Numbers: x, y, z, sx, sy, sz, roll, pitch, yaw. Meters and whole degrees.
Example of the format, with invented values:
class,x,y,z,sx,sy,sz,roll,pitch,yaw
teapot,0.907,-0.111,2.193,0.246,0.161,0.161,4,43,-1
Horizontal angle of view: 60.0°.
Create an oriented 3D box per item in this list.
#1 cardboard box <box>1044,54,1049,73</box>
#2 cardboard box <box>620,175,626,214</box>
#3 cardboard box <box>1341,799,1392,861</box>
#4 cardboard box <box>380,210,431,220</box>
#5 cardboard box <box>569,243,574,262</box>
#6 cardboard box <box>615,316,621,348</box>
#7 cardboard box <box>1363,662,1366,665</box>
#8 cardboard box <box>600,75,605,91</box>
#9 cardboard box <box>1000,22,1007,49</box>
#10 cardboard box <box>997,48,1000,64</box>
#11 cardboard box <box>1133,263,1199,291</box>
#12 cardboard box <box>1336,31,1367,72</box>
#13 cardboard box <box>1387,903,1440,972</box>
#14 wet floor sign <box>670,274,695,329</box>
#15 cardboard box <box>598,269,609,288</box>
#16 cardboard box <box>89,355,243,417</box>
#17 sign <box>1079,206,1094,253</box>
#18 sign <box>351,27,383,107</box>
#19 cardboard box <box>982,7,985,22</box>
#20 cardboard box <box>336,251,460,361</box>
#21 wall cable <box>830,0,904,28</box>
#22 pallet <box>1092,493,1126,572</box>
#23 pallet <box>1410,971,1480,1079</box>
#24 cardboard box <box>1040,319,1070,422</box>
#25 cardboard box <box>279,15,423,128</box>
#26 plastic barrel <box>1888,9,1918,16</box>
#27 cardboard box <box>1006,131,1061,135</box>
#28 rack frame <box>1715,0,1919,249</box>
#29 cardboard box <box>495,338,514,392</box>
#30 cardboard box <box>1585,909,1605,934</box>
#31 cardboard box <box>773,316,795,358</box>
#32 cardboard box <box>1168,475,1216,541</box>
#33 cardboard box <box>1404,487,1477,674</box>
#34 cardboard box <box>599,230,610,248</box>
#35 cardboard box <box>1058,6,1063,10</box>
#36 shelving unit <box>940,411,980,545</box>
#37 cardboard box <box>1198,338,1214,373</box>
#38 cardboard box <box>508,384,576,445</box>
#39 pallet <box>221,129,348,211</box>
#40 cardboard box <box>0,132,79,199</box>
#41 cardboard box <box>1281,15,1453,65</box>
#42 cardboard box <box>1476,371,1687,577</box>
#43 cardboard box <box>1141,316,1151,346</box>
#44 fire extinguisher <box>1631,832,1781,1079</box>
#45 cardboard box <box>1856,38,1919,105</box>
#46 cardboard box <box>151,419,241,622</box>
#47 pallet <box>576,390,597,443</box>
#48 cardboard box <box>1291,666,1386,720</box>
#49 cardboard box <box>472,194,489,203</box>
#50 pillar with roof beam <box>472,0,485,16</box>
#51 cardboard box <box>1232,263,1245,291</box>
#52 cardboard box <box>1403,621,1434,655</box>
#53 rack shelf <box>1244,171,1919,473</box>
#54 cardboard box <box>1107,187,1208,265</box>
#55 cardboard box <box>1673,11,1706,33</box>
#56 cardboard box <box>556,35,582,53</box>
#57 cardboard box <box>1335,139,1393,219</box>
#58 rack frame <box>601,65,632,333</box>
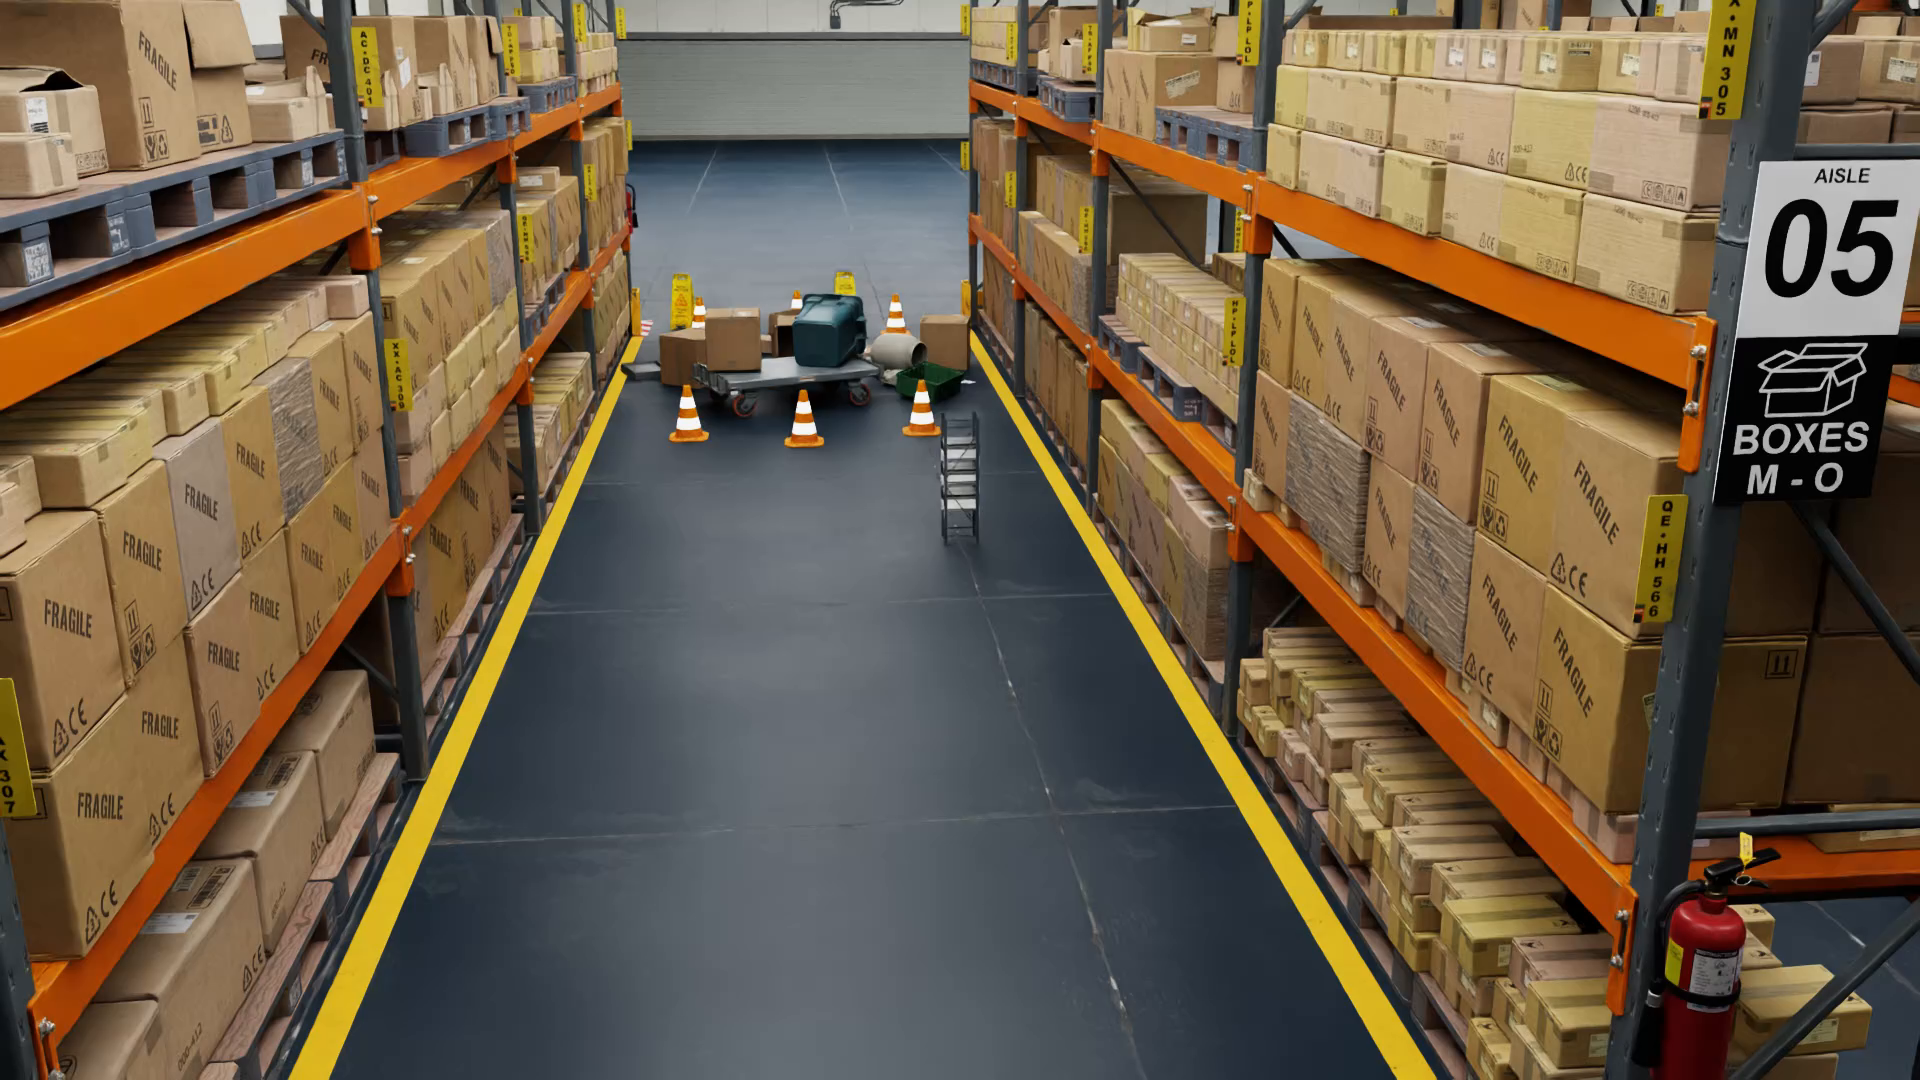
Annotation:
class,x,y,z,sx,sy,sz,roll,pitch,yaw
cardboard box,0.911,-3.969,13.856,0.380,0.149,0.250,-2,18,-6
cardboard box,-3.971,-3.881,18.367,0.500,0.500,0.500,-2,18,-7
cardboard box,1.739,1.142,6.592,0.380,0.149,0.250,-2,18,-5
cardboard box,-3.668,-1.831,10.665,0.500,0.500,0.500,-2,18,-7
cardboard box,-3.489,-2.433,14.139,0.380,0.149,0.250,-2,18,-7
cardboard box,-3.845,-2.190,17.534,0.500,0.250,0.500,-2,18,-8
cardboard box,2.146,0.522,8.072,0.380,0.149,0.250,-1,17,-4
cardboard box,-3.783,-4.602,16.738,0.380,0.149,0.250,-2,18,-6
cardboard box,0.667,-4.875,16.074,0.500,0.250,0.500,-2,18,-6
cardboard box,0.564,-4.796,16.490,0.380,0.149,0.250,-2,17,-5
cardboard box,1.344,-1.711,10.845,0.380,0.149,0.250,-2,18,-6
cardboard box,1.698,-1.912,6.503,0.380,0.149,0.250,-2,18,-7
cardboard box,1.805,1.447,6.119,0.380,0.149,0.250,-3,18,-8
wet floor sign,-3.256,-2.811,19.552,0.267,0.644,0.232,4,18,13
cardboard box,-3.689,-2.585,16.456,0.380,0.149,0.250,-1,17,-4
cardboard box,-2.530,-0.489,5.308,0.380,0.149,0.250,-2,18,-7
sign,0.886,-2.178,11.674,0.100,0.325,0.005,-2,18,-6
sign,-2.511,-2.002,7.044,0.100,0.325,0.005,-2,18,-6
cardboard box,0.434,-5.555,17.575,0.380,0.149,0.250,-2,18,-7
cardboard box,-2.952,-1.234,8.764,0.500,0.500,0.500,-2,18,-7
wall cable,-2.701,-18.085,48.580,2.305,6.003,0.169,-2,18,-6
pallet,1.516,-0.081,11.581,1.003,0.211,1.213,-2,18,-6
pallet,2.206,1.804,5.578,1.003,0.211,1.213,-2,18,-6
cardboard box,1.274,-1.493,14.479,1.050,0.750,0.750,-2,18,-6
cardboard box,-2.866,-2.220,7.864,0.500,0.500,0.500,-2,18,-7
plastic barrel,10.727,-5.689,18.767,0.600,0.588,0.600,0,17,0
cardboard box,0.930,-3.859,16.907,0.875,0.550,0.550,-2,18,-6
rack frame,2.262,-2.123,3.415,1.000,3.000,0.127,-2,18,-6
cardboard box,-3.097,-1.095,10.407,0.500,0.250,0.500,-1,17,-5
cardboard box,2.460,1.360,5.898,0.380,0.149,0.250,-1,17,-4
cardboard box,-1.497,-1.995,16.963,0.797,0.637,0.503,-2,18,-6
cardboard box,1.482,-0.185,9.480,0.500,0.250,0.500,-1,17,-3
cardboard box,1.850,0.120,5.624,0.500,0.500,0.500,-2,18,-5
cardboard box,-3.724,-3.018,16.701,0.380,0.149,0.250,-2,18,-5
cardboard box,1.193,-5.273,16.679,0.380,0.149,0.250,-2,18,-6
shelving unit,0.001,-0.427,11.535,0.258,0.900,0.210,-2,18,-6
cardboard box,1.529,-1.021,9.142,0.380,0.149,0.250,-2,18,-7
cardboard box,-3.681,-1.022,13.610,0.950,0.372,0.625,-1,17,-4
pallet,-2.989,-1.414,6.313,1.003,0.211,1.213,-2,18,-6
cardboard box,-2.534,-0.968,4.296,0.380,0.149,0.250,-1,17,-4
cardboard box,1.920,-2.248,7.953,0.700,0.500,0.500,-2,18,-6
cardboard box,1.916,-0.207,4.995,0.500,0.500,0.500,-2,18,-8
cardboard box,1.368,-1.344,10.669,0.380,0.149,0.250,-1,17,-3
fire extinguisher,1.829,1.044,4.096,0.296,0.674,0.183,-2,18,-6
cardboard box,2.456,-1.152,4.082,0.380,0.149,0.250,-2,18,-6
cardboard box,-2.538,-0.061,5.026,0.500,0.500,0.500,-2,18,-6
pallet,-3.807,-1.090,14.797,1.003,0.211,1.213,-2,18,-6
cardboard box,1.724,0.691,7.535,0.380,0.149,0.250,-2,18,-6
cardboard box,-3.972,-2.444,13.090,0.500,0.500,0.500,-2,18,-8
pillar with roof beam,-8.875,-15.388,45.668,9.100,9.000,0.400,-2,18,-6
cardboard box,1.995,-1.723,10.884,0.380,0.149,0.250,-1,17,-4
cardboard box,1.859,0.306,6.114,0.380,0.149,0.250,-1,17,-5
rack shelf,2.056,-0.944,5.870,1.077,0.370,4.000,-2,18,-6
cardboard box,1.401,-2.303,12.168,0.700,0.500,0.500,-2,18,-6
cardboard box,5.984,-3.919,13.143,0.500,0.500,0.500,-1,17,-5
cardboard box,-3.596,-4.448,14.918,0.380,0.149,0.250,-2,18,-7
cardboard box,1.730,-1.361,6.247,0.500,0.250,0.500,-1,17,-3
rack frame,-4.301,-3.844,18.914,1.000,3.000,0.127,-2,18,-6
